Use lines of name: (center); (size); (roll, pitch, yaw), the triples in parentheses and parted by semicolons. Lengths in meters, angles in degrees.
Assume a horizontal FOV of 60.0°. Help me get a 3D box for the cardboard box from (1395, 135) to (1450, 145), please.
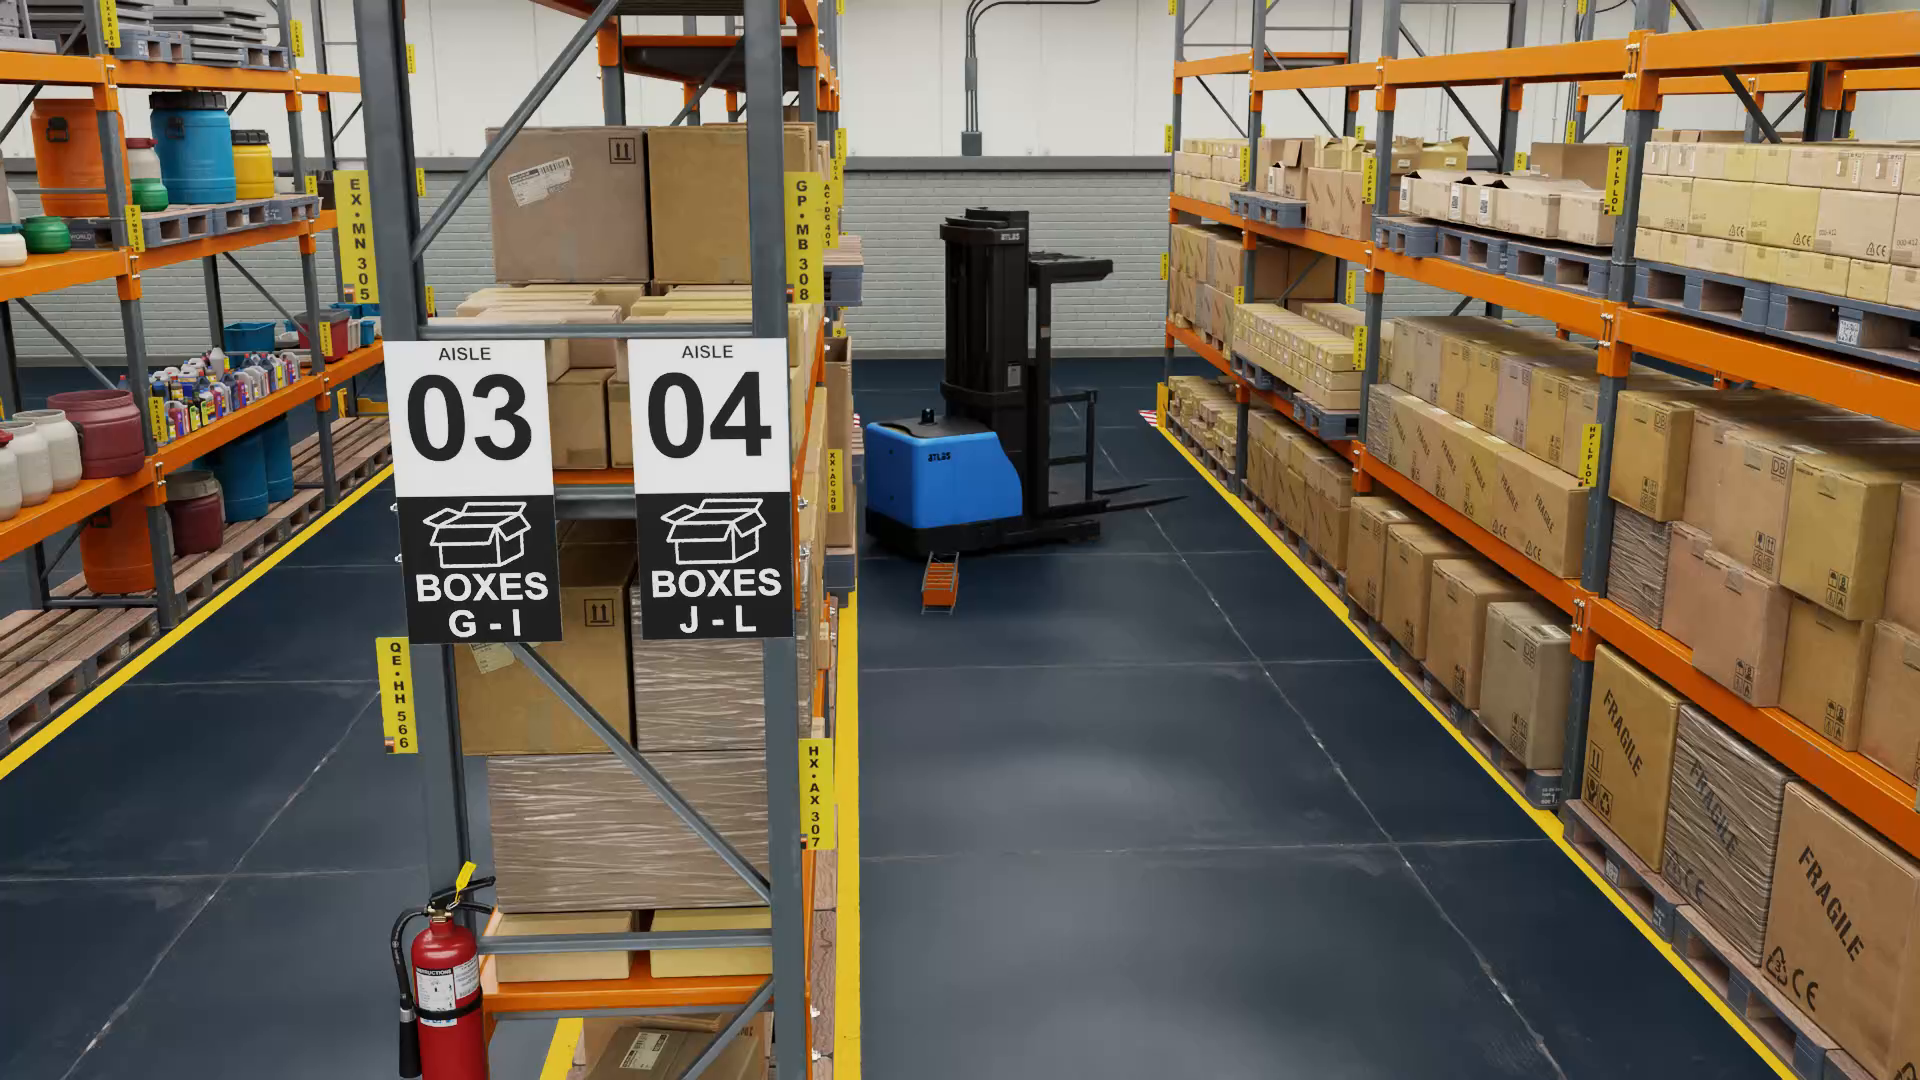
cardboard box: (3.686, -3.083, 13.233); (0.396, 0.266, 0.258); (-1, 14, -3)

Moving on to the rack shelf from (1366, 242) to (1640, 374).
rack shelf: (3.647, -1.522, 10.347); (1.077, 0.370, 4.000); (-1, 14, -3)

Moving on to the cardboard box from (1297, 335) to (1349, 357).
cardboard box: (2.986, -1.594, 13.670); (0.380, 0.149, 0.250); (0, 14, -2)

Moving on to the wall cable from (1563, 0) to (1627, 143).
wall cable: (10.862, -7.385, 25.595); (2.988, 3.039, 0.133); (-1, 14, -3)

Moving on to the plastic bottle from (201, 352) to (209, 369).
plastic bottle: (-7.019, -1.595, 15.440); (0.061, 0.283, 0.133); (-1, 14, -3)

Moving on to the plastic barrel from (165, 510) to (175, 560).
plastic barrel: (-6.548, -0.047, 13.338); (0.421, 0.512, 0.421); (0, 14, 0)

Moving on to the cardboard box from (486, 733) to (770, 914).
cardboard box: (-0.944, 0.796, 5.116); (0.875, 0.500, 0.500); (-1, 14, -3)

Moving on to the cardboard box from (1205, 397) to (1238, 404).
cardboard box: (2.934, -1.492, 18.491); (0.380, 0.149, 0.250); (-1, 14, -3)

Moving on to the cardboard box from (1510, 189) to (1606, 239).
cardboard box: (3.475, -1.856, 9.459); (0.500, 0.250, 0.500); (-1, 14, -4)

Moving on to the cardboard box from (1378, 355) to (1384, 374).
cardboard box: (3.639, -1.461, 13.750); (0.380, 0.149, 0.250); (-1, 14, -3)

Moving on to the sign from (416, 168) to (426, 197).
sign: (-6.324, -4.192, 19.488); (0.100, 0.325, 0.005); (-1, 14, -3)

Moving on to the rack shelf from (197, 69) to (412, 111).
rack shelf: (-6.748, -4.643, 17.259); (1.077, 0.370, 4.000); (-1, 14, -3)

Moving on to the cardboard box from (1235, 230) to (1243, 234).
cardboard box: (3.377, -3.217, 18.704); (0.500, 0.500, 0.500); (0, 14, -1)

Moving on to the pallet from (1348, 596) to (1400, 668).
pallet: (3.497, 0.632, 12.146); (1.003, 0.211, 1.213); (-1, 14, -3)

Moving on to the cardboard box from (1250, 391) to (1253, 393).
cardboard box: (3.440, -1.631, 19.030); (0.380, 0.149, 0.250); (0, 14, -1)

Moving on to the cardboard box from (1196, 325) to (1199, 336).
cardboard box: (2.873, -2.375, 18.743); (0.380, 0.149, 0.250); (-1, 14, -5)

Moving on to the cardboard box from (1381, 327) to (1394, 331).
cardboard box: (3.605, -1.730, 14.198); (0.380, 0.149, 0.250); (0, 14, -2)

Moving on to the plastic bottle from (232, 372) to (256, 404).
plastic bottle: (-6.201, -1.322, 14.393); (0.152, 0.276, 0.135); (-1, 14, -3)

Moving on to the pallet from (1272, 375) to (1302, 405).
pallet: (3.360, -1.314, 14.500); (1.003, 0.211, 1.213); (-1, 14, -3)

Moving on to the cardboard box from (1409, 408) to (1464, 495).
cardboard box: (3.347, -0.596, 11.123); (0.500, 0.500, 0.500); (-1, 14, -3)

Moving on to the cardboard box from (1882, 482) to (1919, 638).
cardboard box: (4.010, 0.109, 6.115); (0.875, 0.550, 0.550); (-1, 14, -3)

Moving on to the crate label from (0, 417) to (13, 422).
crate label: (-6.585, -0.553, 11.087); (0.502, 0.435, 0.616); (-1, 14, -3)

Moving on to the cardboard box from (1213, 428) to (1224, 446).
cardboard box: (2.876, -1.084, 17.501); (0.380, 0.149, 0.250); (-1, 14, -5)

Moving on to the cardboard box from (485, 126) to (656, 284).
cardboard box: (-1.286, -1.143, 5.630); (0.500, 0.500, 0.500); (-1, 14, -3)

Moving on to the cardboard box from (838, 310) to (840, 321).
cardboard box: (-1.456, -2.417, 16.598); (0.500, 0.500, 0.500); (-1, 14, -3)

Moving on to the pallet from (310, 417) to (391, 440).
pallet: (-6.860, -1.221, 19.348); (1.003, 0.211, 1.213); (-1, 14, -3)

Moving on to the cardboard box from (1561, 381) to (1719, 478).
cardboard box: (3.735, -0.577, 9.041); (0.700, 0.500, 0.500); (-1, 14, -4)

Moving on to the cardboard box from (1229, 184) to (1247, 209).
cardboard box: (2.976, -3.408, 16.534); (0.500, 0.250, 0.500); (-1, 14, -2)

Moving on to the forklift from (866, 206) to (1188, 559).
forklift: (0.686, -1.504, 14.991); (3.031, 2.935, 1.130); (-8, 17, -29)

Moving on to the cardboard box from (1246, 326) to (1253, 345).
cardboard box: (2.875, -1.902, 15.465); (0.380, 0.149, 0.250); (-1, 14, -2)

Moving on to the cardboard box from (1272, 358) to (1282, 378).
cardboard box: (2.940, -1.500, 14.496); (0.380, 0.149, 0.250); (-2, 15, -6)

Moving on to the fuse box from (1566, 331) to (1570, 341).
fuse box: (9.695, -3.781, 26.287); (0.539, 1.711, 0.414); (-1, 14, -3)

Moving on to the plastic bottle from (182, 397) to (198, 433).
plastic bottle: (-6.072, -0.993, 13.099); (0.061, 0.283, 0.133); (-1, 14, -3)

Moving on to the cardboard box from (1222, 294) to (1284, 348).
cardboard box: (2.964, -2.219, 16.832); (0.500, 0.500, 0.500); (-1, 14, -3)

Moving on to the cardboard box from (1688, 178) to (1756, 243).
cardboard box: (3.555, -1.445, 7.264); (0.500, 0.250, 0.500); (-1, 14, -4)

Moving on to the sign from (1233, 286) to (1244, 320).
sign: (2.735, -2.319, 16.283); (0.100, 0.325, 0.005); (-1, 14, -3)

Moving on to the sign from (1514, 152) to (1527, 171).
sign: (4.078, -2.663, 12.142); (0.100, 0.325, 0.005); (-1, 14, -3)

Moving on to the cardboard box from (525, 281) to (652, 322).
cardboard box: (-1.222, -0.770, 5.481); (0.380, 0.149, 0.250); (-1, 14, -3)

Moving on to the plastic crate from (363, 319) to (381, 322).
plastic crate: (-6.638, -2.406, 18.767); (0.396, 0.136, 0.243); (-1, 14, -3)

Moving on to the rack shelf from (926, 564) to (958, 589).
rack shelf: (-0.145, 0.296, 13.487); (0.258, 0.180, 0.103); (1, 14, 2)

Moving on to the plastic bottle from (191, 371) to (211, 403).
plastic bottle: (-6.316, -1.225, 13.867); (0.144, 0.351, 0.185); (-1, 14, -3)

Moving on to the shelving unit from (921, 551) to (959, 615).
shelving unit: (-0.152, 0.337, 13.327); (0.258, 0.189, 1.200); (1, 14, 2)

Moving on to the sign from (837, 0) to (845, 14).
sign: (-1.386, -6.255, 19.243); (0.100, 0.325, 0.005); (-1, 14, -3)

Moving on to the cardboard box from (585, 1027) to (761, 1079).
cardboard box: (-0.960, 1.977, 5.496); (0.500, 0.500, 0.500); (2, 15, 7)

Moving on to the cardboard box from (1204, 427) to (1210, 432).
cardboard box: (2.898, -1.149, 18.349); (0.380, 0.149, 0.250); (-1, 14, -2)

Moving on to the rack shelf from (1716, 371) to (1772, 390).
rack shelf: (8.334, -1.166, 14.982); (1.077, 0.370, 4.000); (-1, 14, -3)

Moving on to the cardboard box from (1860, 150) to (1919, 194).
cardboard box: (3.565, -1.353, 6.105); (0.380, 0.149, 0.250); (-1, 14, -3)

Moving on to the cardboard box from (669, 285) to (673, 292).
cardboard box: (-1.355, -0.878, 6.701); (0.500, 0.250, 0.500); (-1, 15, -6)

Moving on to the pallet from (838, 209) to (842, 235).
pallet: (-1.526, -2.385, 12.634); (1.213, 0.211, 1.003); (0, 14, -1)

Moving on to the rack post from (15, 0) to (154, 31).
rack post: (-6.462, -3.836, 12.027); (0.954, 0.300, 0.937); (-1, 14, -3)

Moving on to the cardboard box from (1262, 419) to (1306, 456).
cardboard box: (3.093, -0.946, 15.352); (0.500, 0.250, 0.500); (0, 14, -2)

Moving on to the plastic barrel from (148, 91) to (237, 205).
plastic barrel: (-6.366, -3.259, 13.805); (0.600, 0.901, 0.708); (-1, 14, -3)

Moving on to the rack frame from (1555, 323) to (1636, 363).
rack frame: (7.962, -3.007, 20.692); (1.000, 3.000, 0.127); (-1, 14, -3)

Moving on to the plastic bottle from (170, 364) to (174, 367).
plastic bottle: (-6.973, -1.407, 14.710); (0.061, 0.283, 0.133); (-1, 14, -3)

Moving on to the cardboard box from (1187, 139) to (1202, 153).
cardboard box: (2.777, -4.444, 18.755); (0.380, 0.149, 0.250); (-1, 14, -3)
